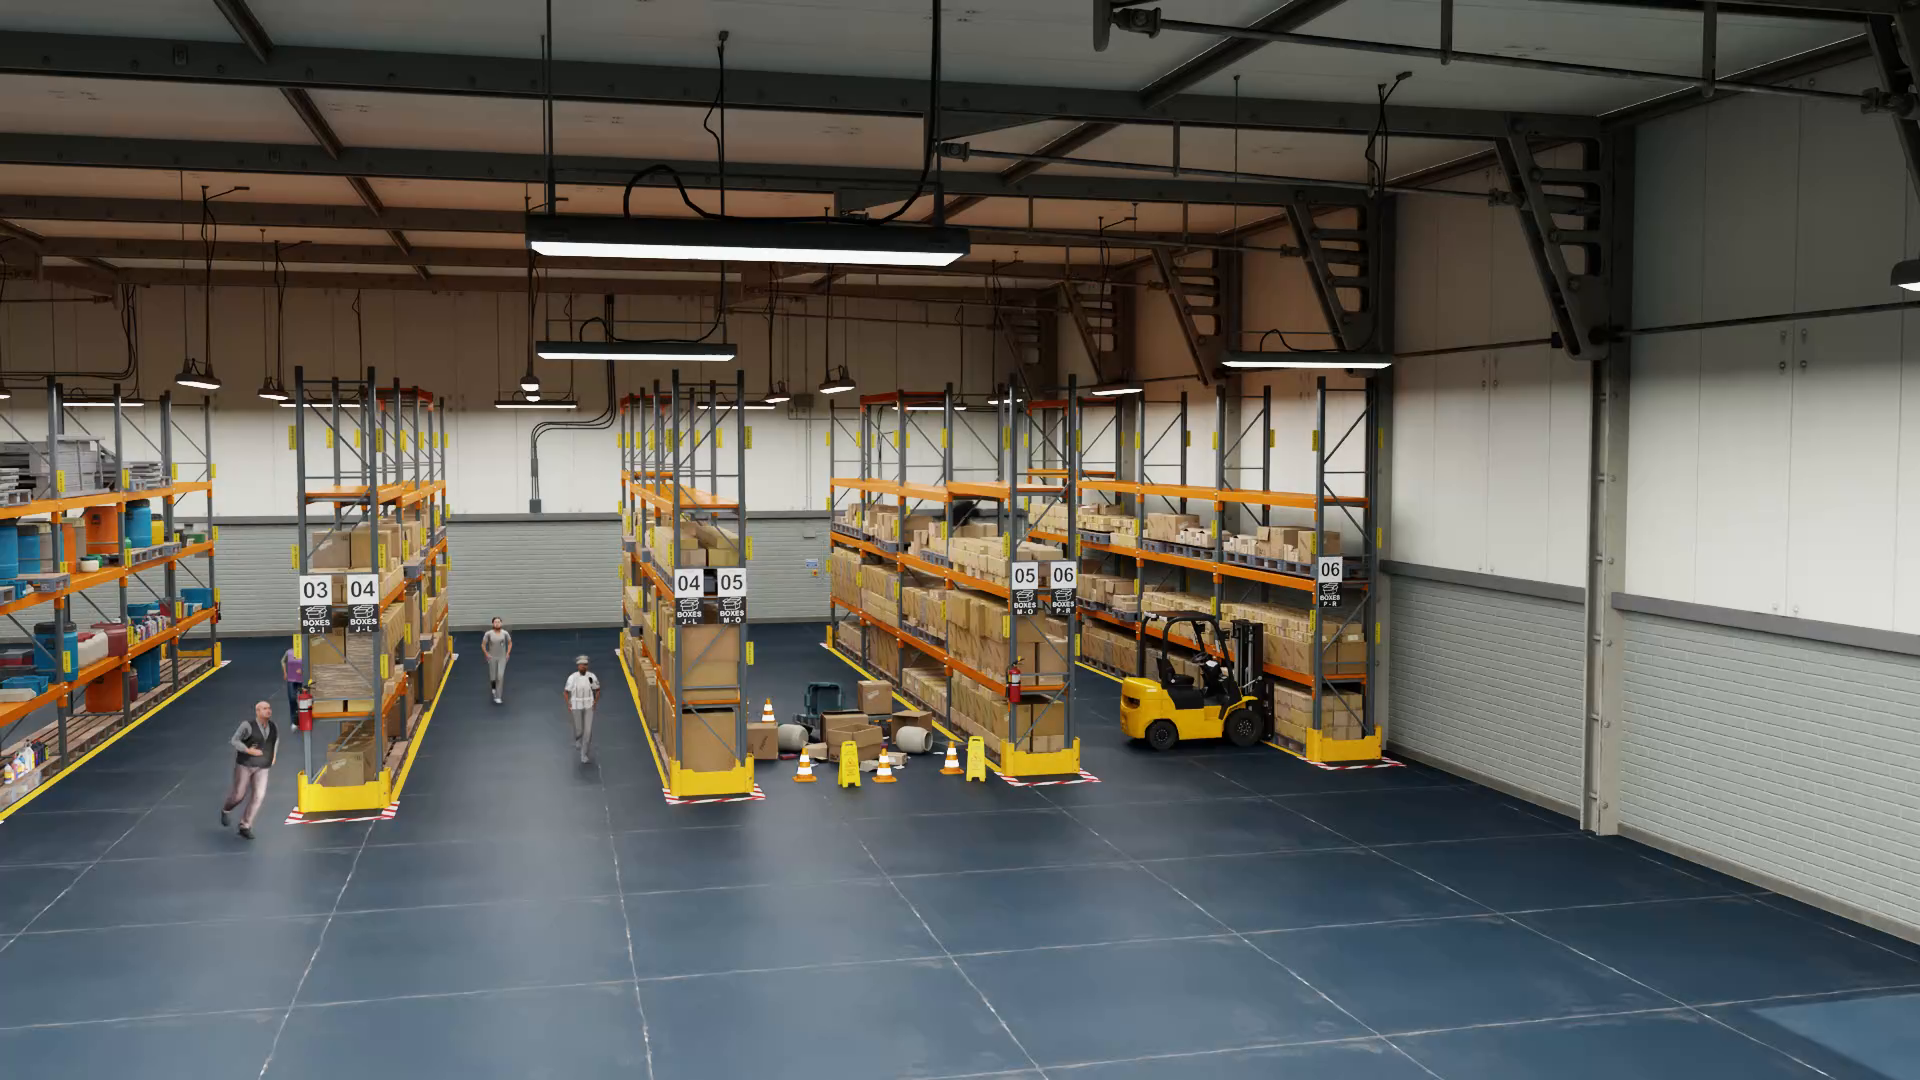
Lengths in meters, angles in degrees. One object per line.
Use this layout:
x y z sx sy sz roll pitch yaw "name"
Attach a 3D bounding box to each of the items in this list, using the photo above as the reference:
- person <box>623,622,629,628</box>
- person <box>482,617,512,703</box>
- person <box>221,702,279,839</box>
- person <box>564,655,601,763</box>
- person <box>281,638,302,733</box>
-7.819 1.798 40.128 0.841 1.700 0.609 -2 4 -33 "person"
-8.890 2.286 31.951 0.571 1.640 0.669 -1 4 -17 "person"
-9.011 2.903 21.281 0.693 1.678 0.896 -3 5 -43 "person"
-5.914 2.627 26.087 0.581 1.663 0.592 -1 4 -19 "person"
-11.472 2.480 28.799 0.544 1.644 0.664 -1 4 -17 "person"
